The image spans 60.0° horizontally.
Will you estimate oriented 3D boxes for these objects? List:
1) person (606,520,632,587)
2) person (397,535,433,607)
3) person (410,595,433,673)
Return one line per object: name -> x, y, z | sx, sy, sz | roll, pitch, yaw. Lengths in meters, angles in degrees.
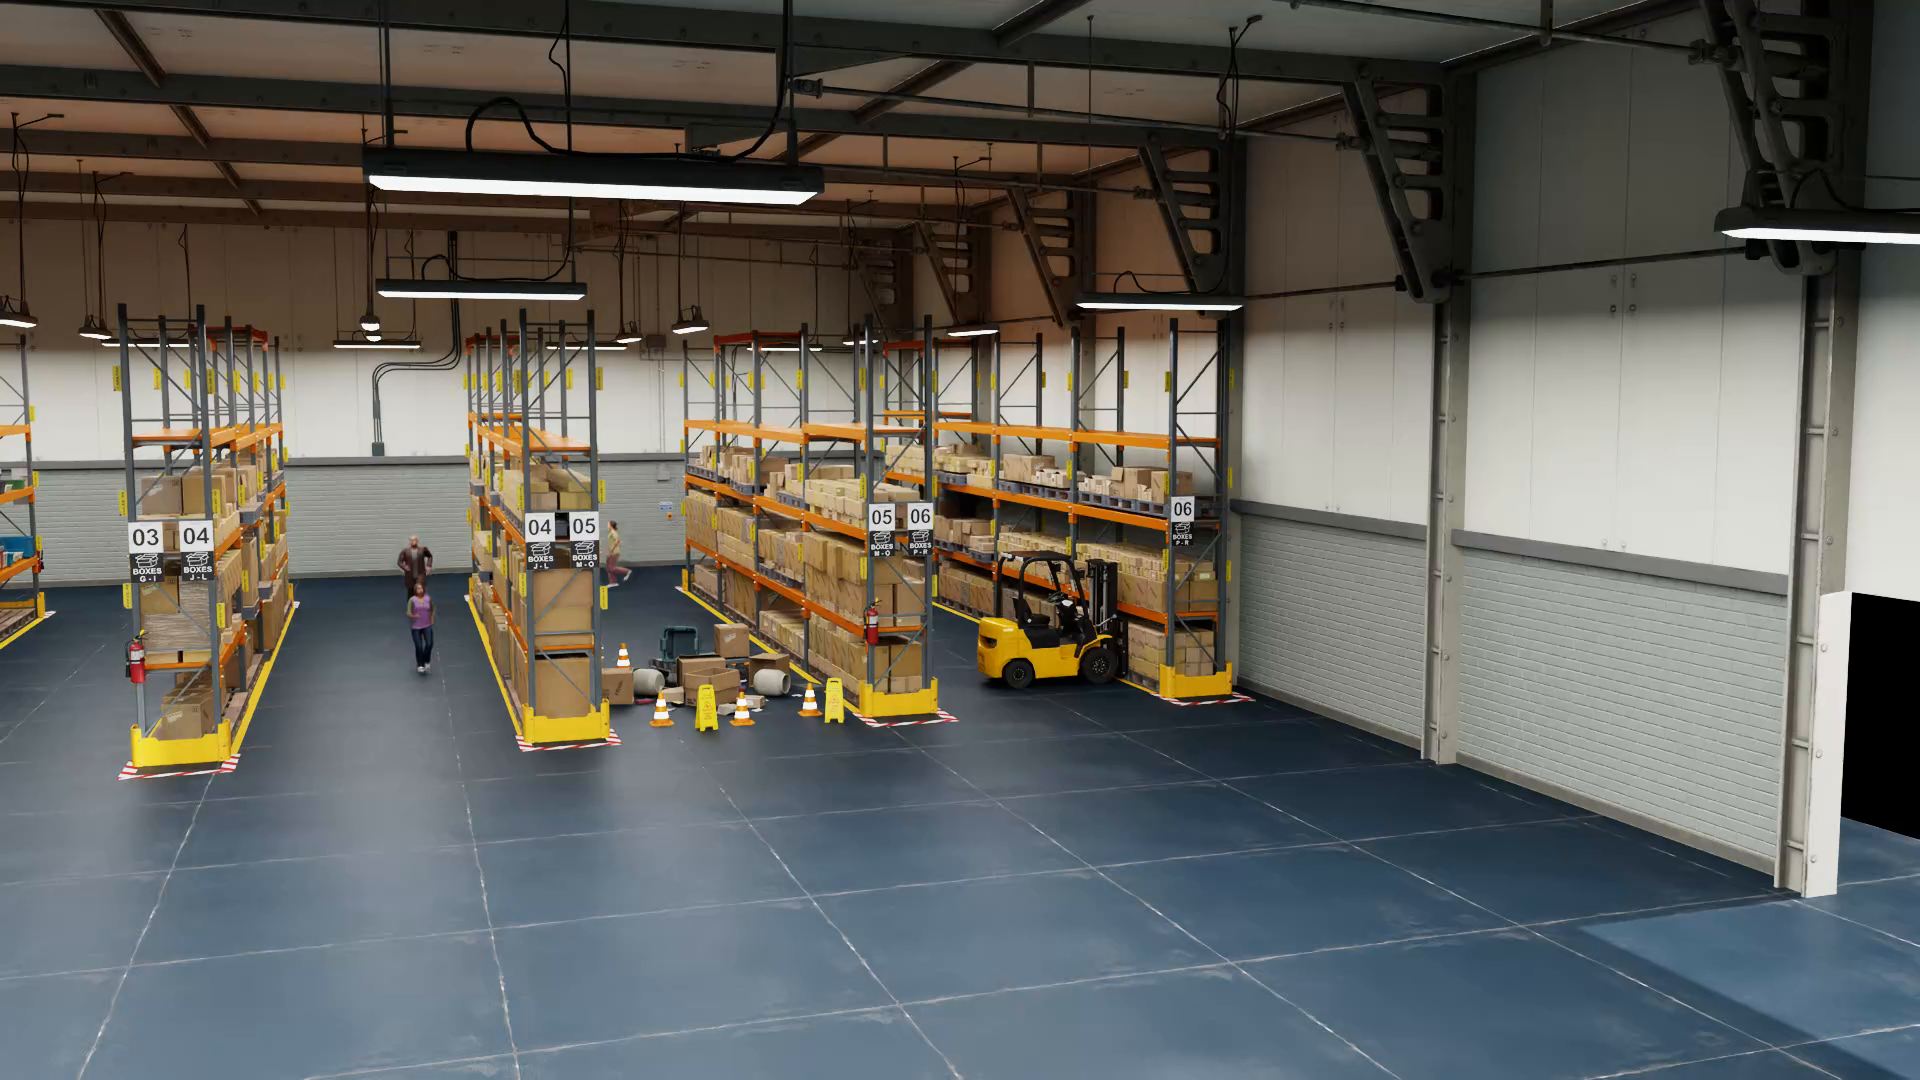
person -> -8.361, 0.341, 40.677 | 0.635, 1.649, 0.578 | -1, 6, -10
person -> -11.535, 0.787, 35.238 | 0.719, 1.786, 1.000 | -2, 6, -16
person -> -9.221, 1.621, 28.483 | 0.348, 1.353, 0.516 | -3, 6, -26
